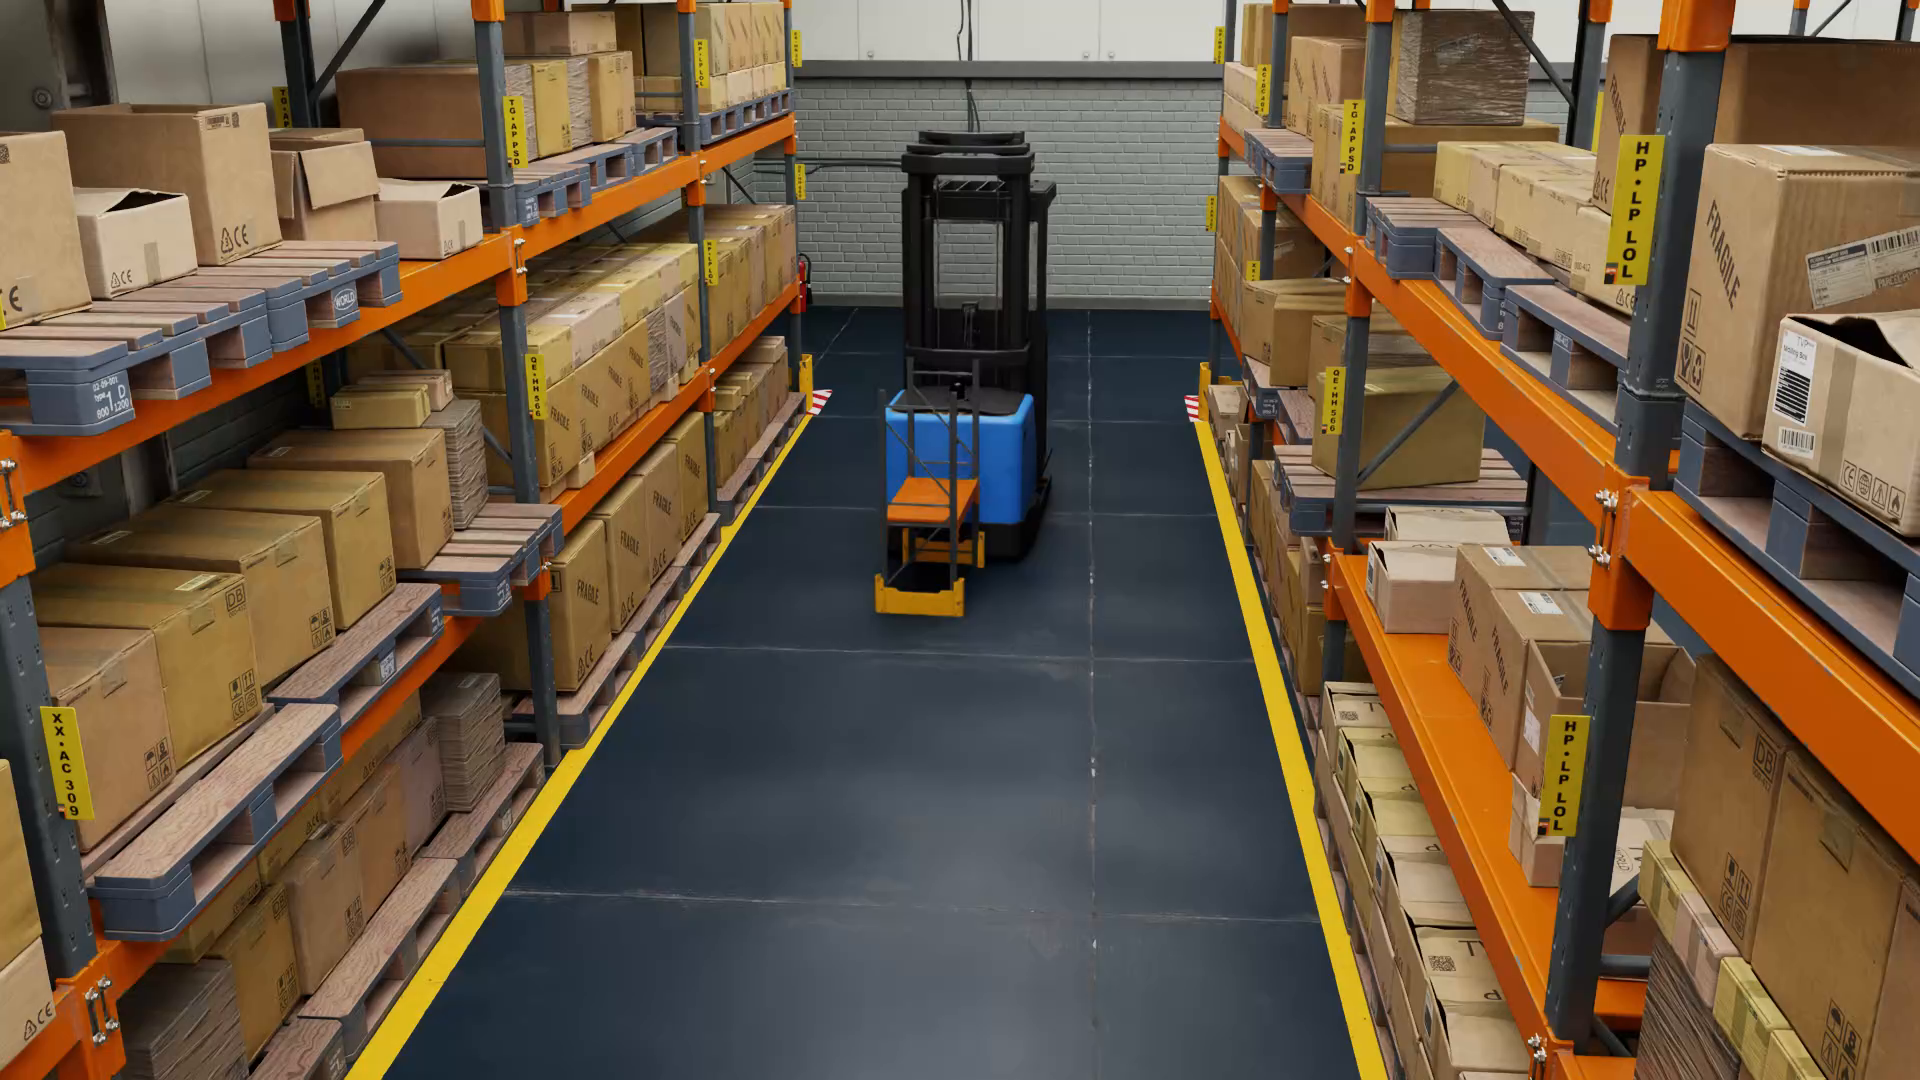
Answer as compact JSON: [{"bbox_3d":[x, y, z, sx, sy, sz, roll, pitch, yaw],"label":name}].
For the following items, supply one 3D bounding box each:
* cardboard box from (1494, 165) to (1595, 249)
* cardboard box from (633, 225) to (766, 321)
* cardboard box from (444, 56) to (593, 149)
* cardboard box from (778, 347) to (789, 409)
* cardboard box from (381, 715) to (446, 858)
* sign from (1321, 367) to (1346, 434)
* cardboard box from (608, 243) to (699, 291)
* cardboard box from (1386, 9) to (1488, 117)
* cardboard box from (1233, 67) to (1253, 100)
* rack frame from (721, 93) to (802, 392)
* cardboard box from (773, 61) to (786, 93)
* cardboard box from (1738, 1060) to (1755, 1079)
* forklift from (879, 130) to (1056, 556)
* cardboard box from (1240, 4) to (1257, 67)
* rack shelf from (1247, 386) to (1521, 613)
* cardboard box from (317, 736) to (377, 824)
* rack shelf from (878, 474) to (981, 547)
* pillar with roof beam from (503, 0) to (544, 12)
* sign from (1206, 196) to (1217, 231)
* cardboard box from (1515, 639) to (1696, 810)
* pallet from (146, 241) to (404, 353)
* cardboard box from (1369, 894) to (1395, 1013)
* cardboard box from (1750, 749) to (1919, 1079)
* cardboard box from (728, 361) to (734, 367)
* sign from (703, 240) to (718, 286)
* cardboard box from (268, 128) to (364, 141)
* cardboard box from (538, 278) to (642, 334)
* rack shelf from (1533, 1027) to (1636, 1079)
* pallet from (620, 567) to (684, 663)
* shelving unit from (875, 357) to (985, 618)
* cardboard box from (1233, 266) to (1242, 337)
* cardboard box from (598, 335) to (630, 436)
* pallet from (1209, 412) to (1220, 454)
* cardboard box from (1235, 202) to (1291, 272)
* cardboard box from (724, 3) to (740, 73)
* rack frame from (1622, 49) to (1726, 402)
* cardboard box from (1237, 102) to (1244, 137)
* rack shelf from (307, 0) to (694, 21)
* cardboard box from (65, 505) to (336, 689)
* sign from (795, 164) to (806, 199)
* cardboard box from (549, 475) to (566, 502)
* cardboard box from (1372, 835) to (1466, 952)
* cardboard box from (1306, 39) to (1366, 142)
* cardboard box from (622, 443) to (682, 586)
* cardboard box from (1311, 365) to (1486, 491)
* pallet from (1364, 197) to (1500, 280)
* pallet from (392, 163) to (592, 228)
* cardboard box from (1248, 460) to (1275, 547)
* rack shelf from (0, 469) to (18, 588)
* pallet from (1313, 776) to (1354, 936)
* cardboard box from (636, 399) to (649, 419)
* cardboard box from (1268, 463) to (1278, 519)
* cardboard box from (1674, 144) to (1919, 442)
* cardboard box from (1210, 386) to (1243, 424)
[{"bbox_3d":[2.270,-1.209,6.045,0.500,0.250,0.500,1,18,3],"label":"cardboard box"},{"bbox_3d":[-2.181,-2.253,14.001,0.980,0.700,0.700,0,18,1],"label":"cardboard box"},{"bbox_3d":[-2.584,-2.573,9.772,0.700,0.500,0.500,1,18,4],"label":"cardboard box"},{"bbox_3d":[-2.000,-1.524,15.598,0.700,0.500,0.500,1,18,4],"label":"cardboard box"},{"bbox_3d":[-2.776,1.113,7.516,0.700,0.500,0.500,1,18,4],"label":"cardboard box"},{"bbox_3d":[1.776,-0.660,7.887,0.100,0.325,0.005,1,18,4],"label":"sign"},{"bbox_3d":[-2.115,-1.894,11.511,0.500,0.250,0.500,2,18,5],"label":"cardboard box"},{"bbox_3d":[2.392,-2.380,8.286,0.500,0.500,0.500,1,18,4],"label":"cardboard box"},{"bbox_3d":[2.523,-3.750,13.672,0.500,0.250,0.500,1,18,4],"label":"cardboard box"},{"bbox_3d":[-2.050,-2.732,15.944,1.000,3.000,0.127,1,18,4],"label":"rack frame"},{"bbox_3d":[-1.837,-4.100,14.707,0.500,0.250,0.500,2,18,6],"label":"cardboard box"},{"bbox_3d":[1.974,1.359,3.299,0.700,0.500,0.500,1,18,3],"label":"cardboard box"},{"bbox_3d":[0.146,-1.694,12.887,1.130,2.935,3.031,3,18,8],"label":"forklift"},{"bbox_3d":[2.751,-4.258,14.016,0.700,0.500,0.500,1,18,4],"label":"cardboard box"},{"bbox_3d":[2.461,-0.417,10.035,1.077,0.370,4.000,1,18,4],"label":"rack shelf"},{"bbox_3d":[-2.758,0.935,6.855,0.500,0.250,0.500,1,18,4],"label":"cardboard box"},{"bbox_3d":[-0.192,-0.208,11.228,0.538,0.185,1.000,3,18,8],"label":"rack shelf"},{"bbox_3d":[1.145,-4.481,11.648,9.100,9.000,0.400,1,18,4],"label":"pillar with roof beam"},{"bbox_3d":[2.350,-3.046,15.512,0.100,0.325,0.005,1,18,4],"label":"sign"},{"bbox_3d":[2.140,0.655,5.447,0.500,0.500,0.500,3,18,8],"label":"cardboard box"},{"bbox_3d":[-2.688,-0.853,5.693,1.213,0.211,1.003,1,18,4],"label":"pallet"},{"bbox_3d":[1.884,1.602,6.458,0.500,0.250,0.500,2,18,5],"label":"cardboard box"},{"bbox_3d":[1.971,0.735,3.118,0.700,0.500,0.500,1,18,4],"label":"cardboard box"},{"bbox_3d":[-2.245,-1.641,14.911,0.380,0.149,0.250,1,18,4],"label":"cardboard box"},{"bbox_3d":[-1.794,-1.993,11.957,0.100,0.325,0.005,1,18,4],"label":"sign"},{"bbox_3d":[-2.904,-1.512,7.209,0.500,0.500,0.500,1,18,4],"label":"cardboard box"},{"bbox_3d":[-2.233,-1.419,10.060,0.500,0.250,0.500,1,18,3],"label":"cardboard box"},{"bbox_3d":[1.888,2.067,2.452,1.077,0.370,4.000,1,18,4],"label":"rack shelf"},{"bbox_3d":[-2.401,0.456,10.691,1.003,0.211,1.213,1,18,4],"label":"pallet"},{"bbox_3d":[-0.191,-0.382,11.181,0.587,1.500,1.083,3,18,8],"label":"shelving unit"},{"bbox_3d":[2.455,-1.909,13.270,0.500,0.500,0.500,2,18,5],"label":"cardboard box"},{"bbox_3d":[-2.250,-0.908,9.705,0.500,0.500,0.500,1,18,4],"label":"cardboard box"},{"bbox_3d":[2.830,-1.026,15.217,1.003,0.211,1.213,1,18,4],"label":"pallet"},{"bbox_3d":[2.453,-2.382,13.108,0.500,0.500,0.500,1,18,4],"label":"cardboard box"},{"bbox_3d":[-1.975,-3.822,12.655,0.500,0.500,0.500,1,18,3],"label":"cardboard box"},{"bbox_3d":[2.031,-1.747,3.302,1.000,3.000,0.127,1,18,4],"label":"rack frame"},{"bbox_3d":[2.489,-3.357,13.275,0.500,0.250,0.500,1,18,4],"label":"cardboard box"},{"bbox_3d":[-2.480,-3.188,9.497,1.077,0.370,4.000,1,18,4],"label":"rack shelf"},{"bbox_3d":[-2.776,0.202,6.121,0.700,0.500,0.500,4,19,11],"label":"cardboard box"},{"bbox_3d":[-1.509,-3.379,15.677,0.100,0.325,0.005,1,18,4],"label":"sign"},{"bbox_3d":[-2.342,-0.313,8.932,0.380,0.149,0.250,2,18,5],"label":"cardboard box"},{"bbox_3d":[1.883,1.340,6.357,0.500,0.311,0.500,1,18,3],"label":"cardboard box"},{"bbox_3d":[2.470,-2.738,10.148,0.600,0.600,0.600,1,18,3],"label":"cardboard box"},{"bbox_3d":[-2.314,-0.187,10.954,0.750,0.750,0.750,2,18,6],"label":"cardboard box"},{"bbox_3d":[2.251,-0.583,8.551,0.700,0.500,0.500,-5,19,-15],"label":"cardboard box"},{"bbox_3d":[2.359,-1.261,6.940,1.213,0.211,1.003,2,18,6],"label":"pallet"},{"bbox_3d":[-2.630,-1.784,8.538,1.213,0.211,1.003,2,18,6],"label":"pallet"},{"bbox_3d":[2.327,-0.257,11.698,0.500,0.500,0.500,0,18,1],"label":"cardboard box"},{"bbox_3d":[-3.053,0.532,2.319,1.077,0.370,4.000,1,18,4],"label":"rack shelf"},{"bbox_3d":[2.220,1.442,7.684,1.003,0.211,1.213,1,18,4],"label":"pallet"},{"bbox_3d":[-2.213,-0.875,10.648,0.380,0.149,0.250,1,18,2],"label":"cardboard box"},{"bbox_3d":[2.255,-0.303,10.633,0.500,0.250,0.500,1,18,4],"label":"cardboard box"},{"bbox_3d":[1.732,-0.484,3.207,0.500,0.500,0.500,3,18,8],"label":"cardboard box"},{"bbox_3d":[2.534,-1.207,15.000,0.500,0.250,0.500,1,18,4],"label":"cardboard box"}]
